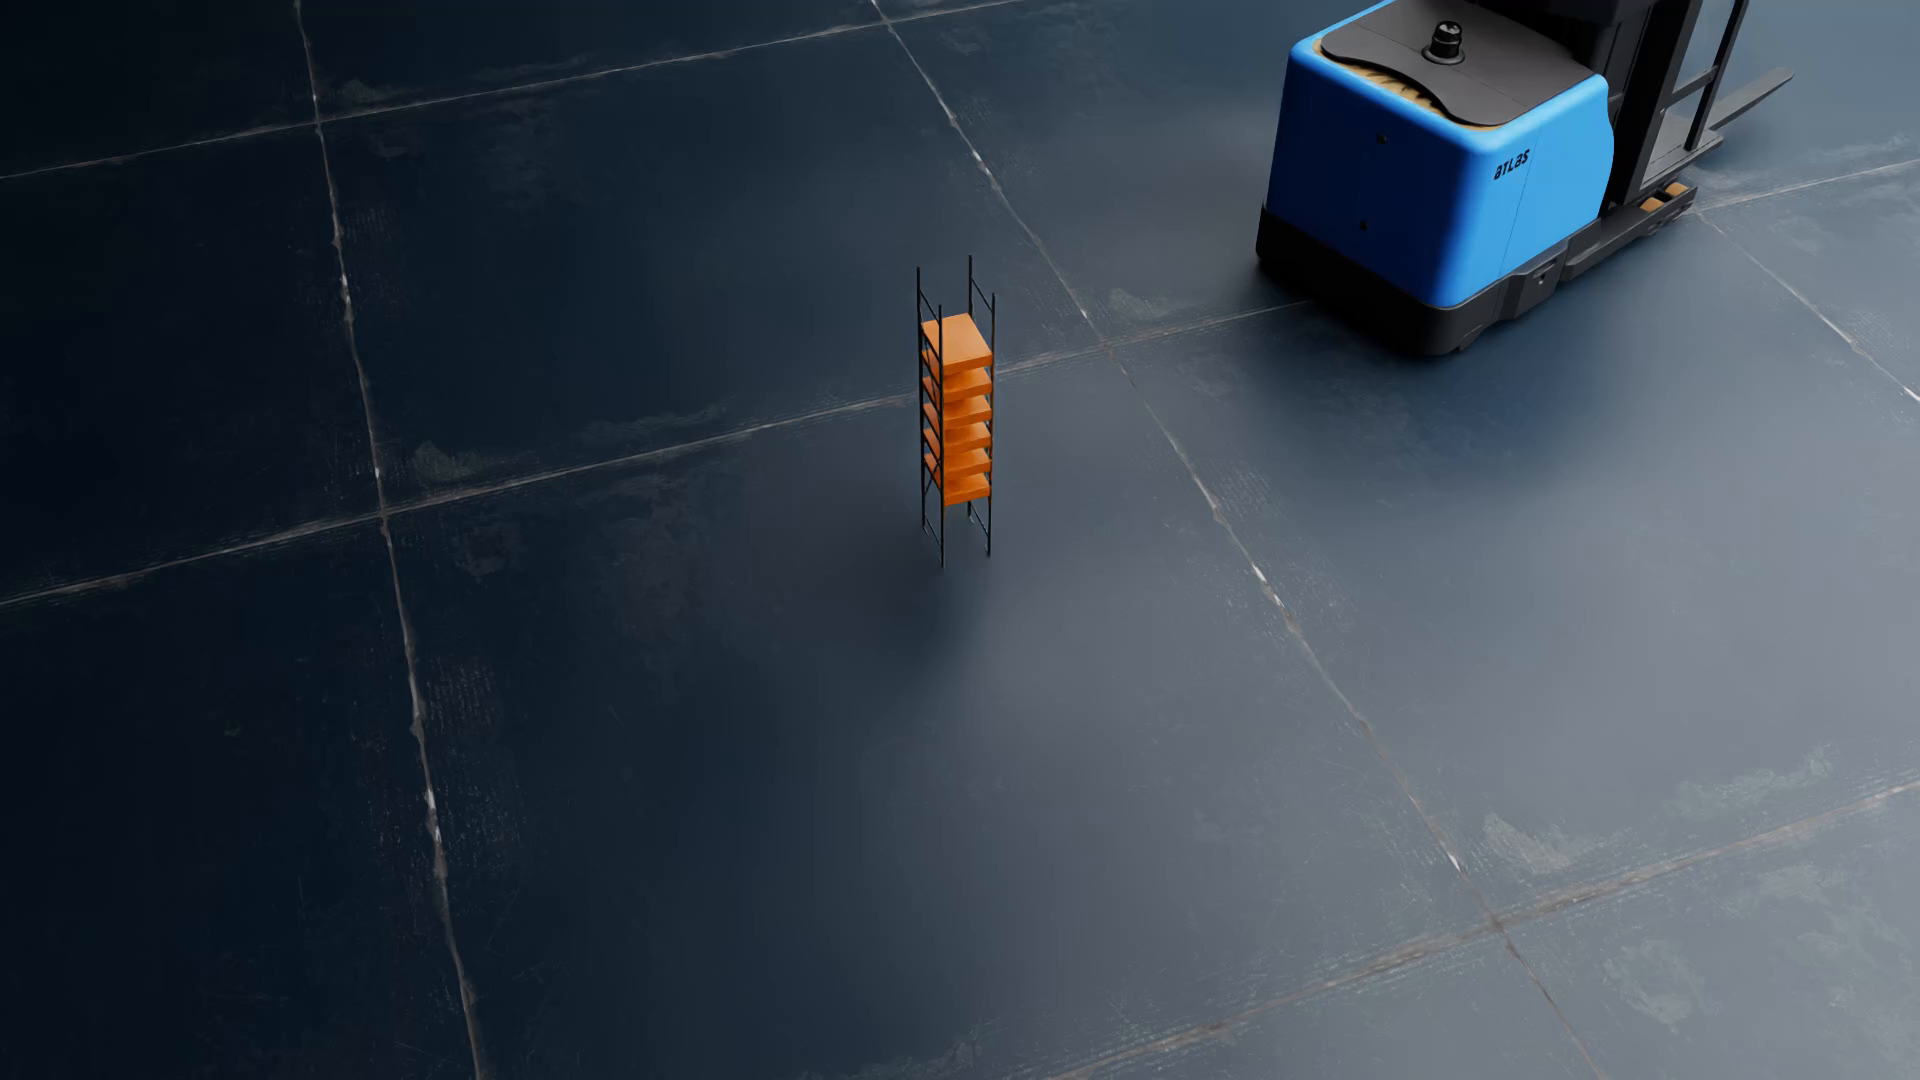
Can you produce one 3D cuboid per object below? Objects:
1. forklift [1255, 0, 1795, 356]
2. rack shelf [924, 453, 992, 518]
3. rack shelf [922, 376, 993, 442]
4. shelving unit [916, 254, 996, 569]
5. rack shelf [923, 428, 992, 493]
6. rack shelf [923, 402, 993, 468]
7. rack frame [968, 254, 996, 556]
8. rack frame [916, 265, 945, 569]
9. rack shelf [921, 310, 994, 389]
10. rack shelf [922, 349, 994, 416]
[{"bbox_3d":[2.774,-2.694,6.865,3.031,2.935,1.130,-31,53,-27],"label":"forklift"},{"bbox_3d":[-0.014,-0.219,6.023,0.180,0.103,0.258,-14,47,-14],"label":"rack shelf"},{"bbox_3d":[-0.014,-0.473,5.768,0.180,0.103,0.258,-14,47,-14],"label":"rack shelf"},{"bbox_3d":[-0.014,-0.420,5.822,0.189,1.200,0.258,-14,47,-14],"label":"shelving unit"},{"bbox_3d":[-0.014,-0.304,5.938,0.180,0.103,0.258,-14,47,-14],"label":"rack shelf"},{"bbox_3d":[-0.014,-0.389,5.853,0.180,0.103,0.258,-14,47,-14],"label":"rack shelf"},{"bbox_3d":[0.072,-0.442,5.843,0.006,1.200,0.240,-14,47,-14],"label":"rack frame"},{"bbox_3d":[-0.100,-0.398,5.800,0.006,1.200,0.240,-14,47,-14],"label":"rack frame"},{"bbox_3d":[-0.014,-0.643,5.598,0.180,0.103,0.258,-14,47,-14],"label":"rack shelf"},{"bbox_3d":[-0.014,-0.558,5.683,0.180,0.103,0.258,-14,47,-14],"label":"rack shelf"}]
